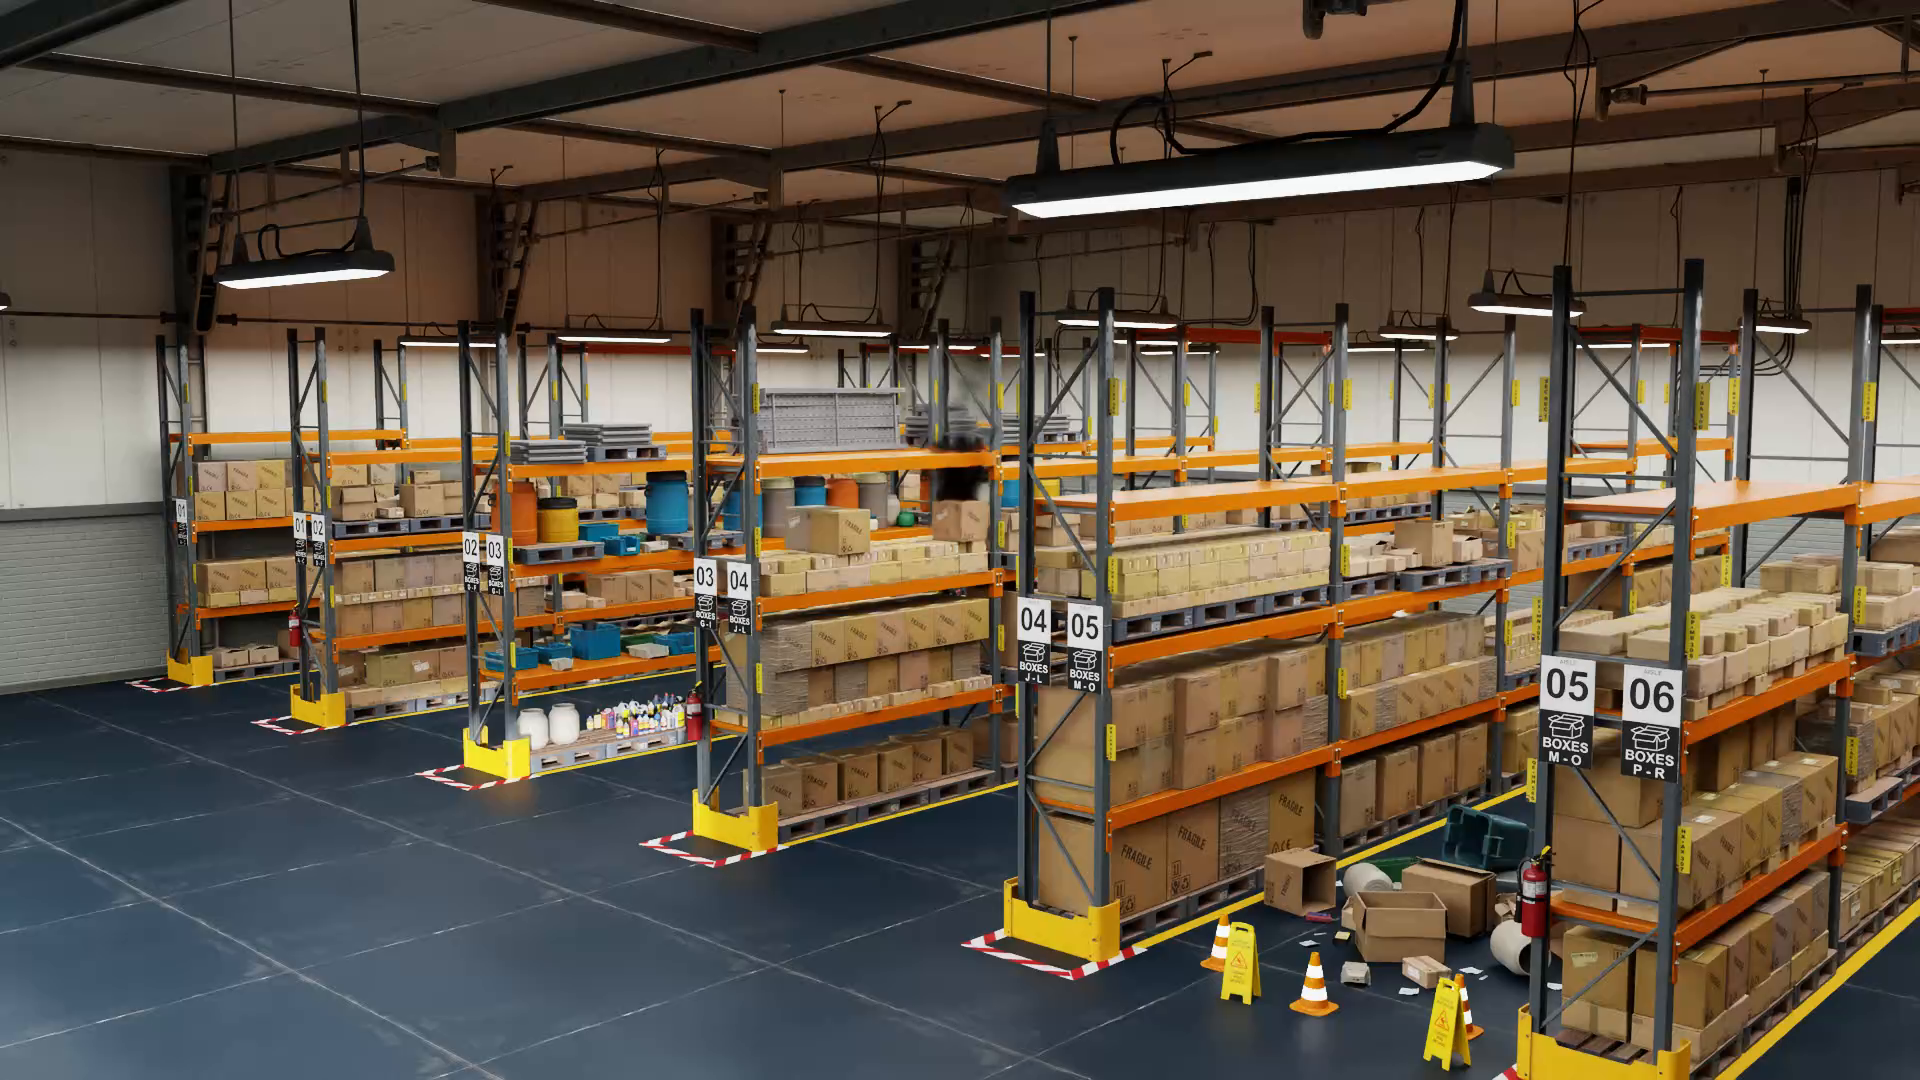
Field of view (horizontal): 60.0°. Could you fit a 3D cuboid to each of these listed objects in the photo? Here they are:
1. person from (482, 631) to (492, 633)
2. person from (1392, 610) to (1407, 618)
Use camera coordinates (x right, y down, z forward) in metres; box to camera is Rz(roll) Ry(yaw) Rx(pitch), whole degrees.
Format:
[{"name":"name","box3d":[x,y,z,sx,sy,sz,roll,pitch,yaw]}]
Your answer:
[{"name":"person","box3d":[-8.521,1.530,29.883,0.549,1.721,0.702,3,6,28]},{"name":"person","box3d":[6.640,1.926,25.209,0.697,1.753,0.672,4,7,36]}]
